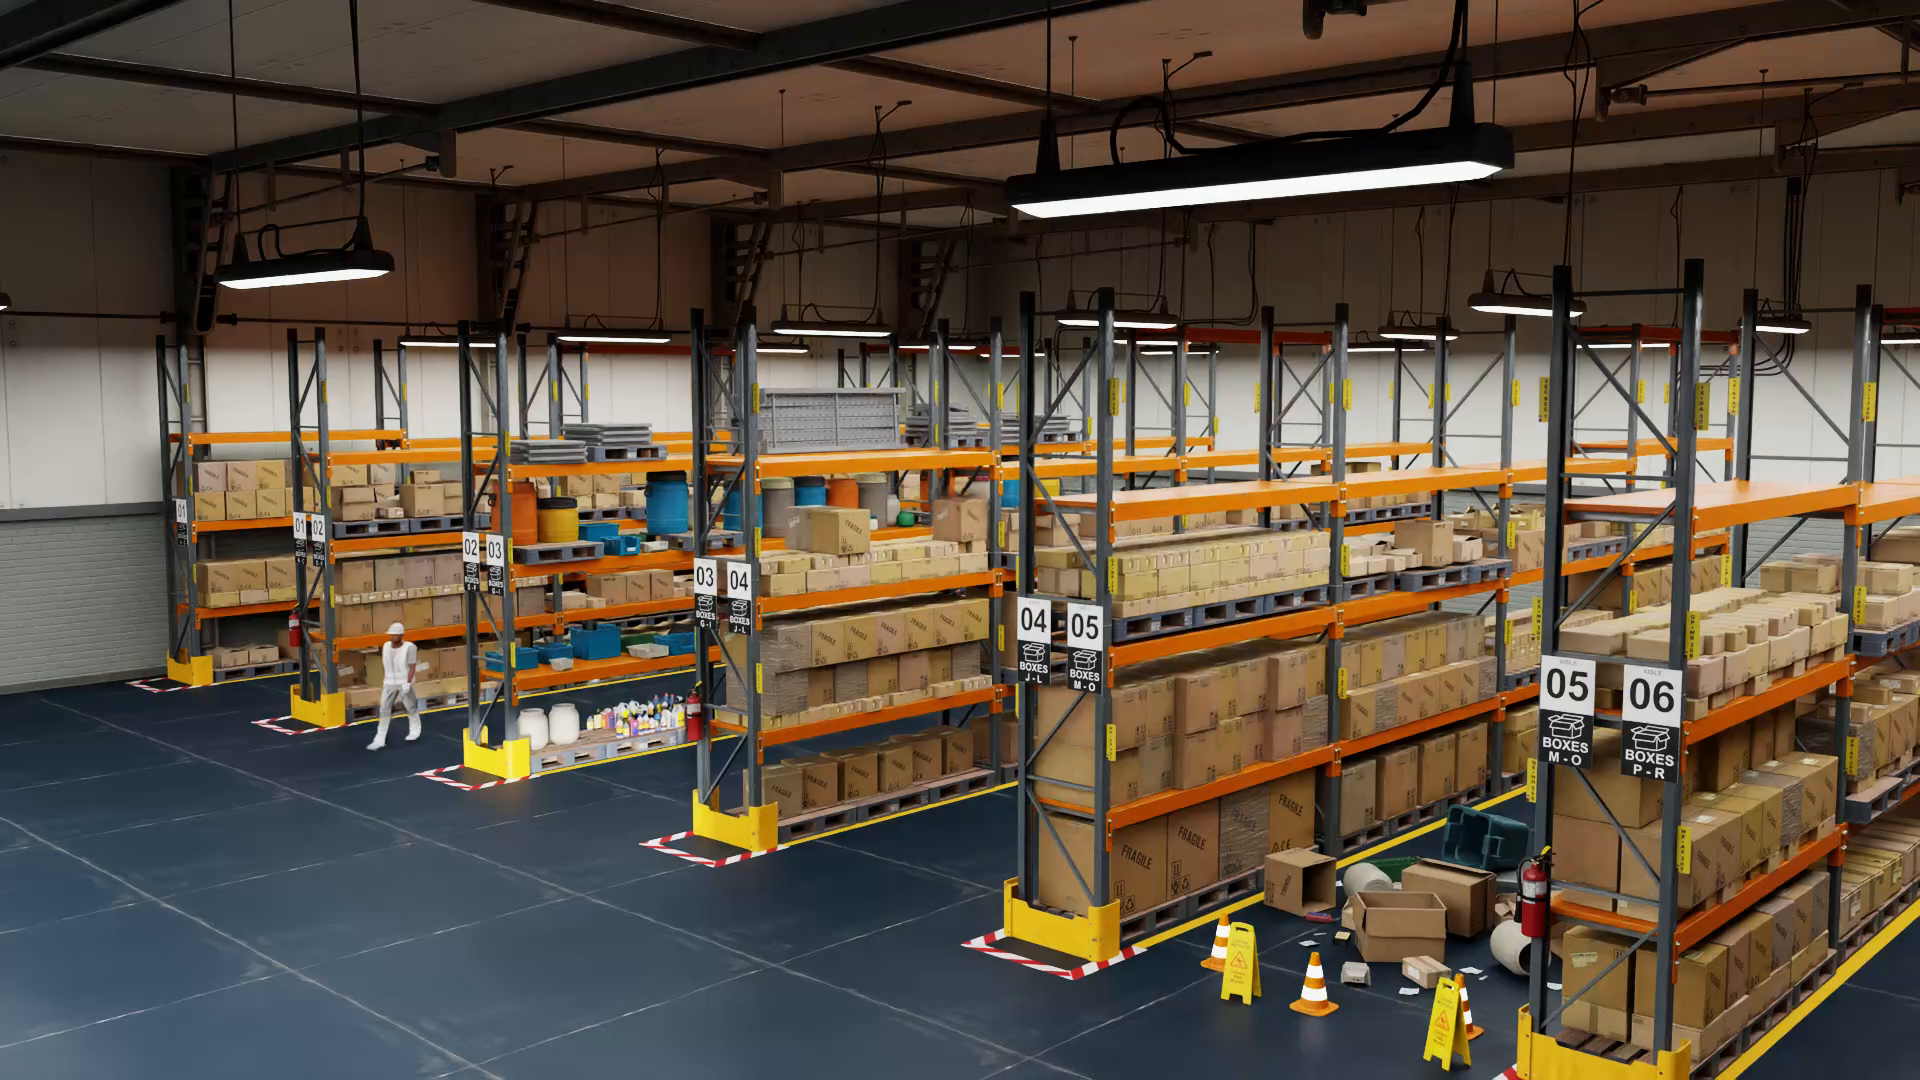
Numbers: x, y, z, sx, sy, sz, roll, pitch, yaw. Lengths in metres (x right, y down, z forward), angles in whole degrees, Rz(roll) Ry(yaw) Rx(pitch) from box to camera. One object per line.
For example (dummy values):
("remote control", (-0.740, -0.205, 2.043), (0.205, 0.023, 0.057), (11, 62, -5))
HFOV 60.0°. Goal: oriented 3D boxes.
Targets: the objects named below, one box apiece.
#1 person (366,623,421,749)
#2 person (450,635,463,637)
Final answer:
("person", (-8.023, 2.049, 23.682), (0.576, 1.733, 0.944), (1, 5, 6))
("person", (-8.757, 1.592, 29.316), (0.516, 1.633, 0.929), (3, 6, 28))
